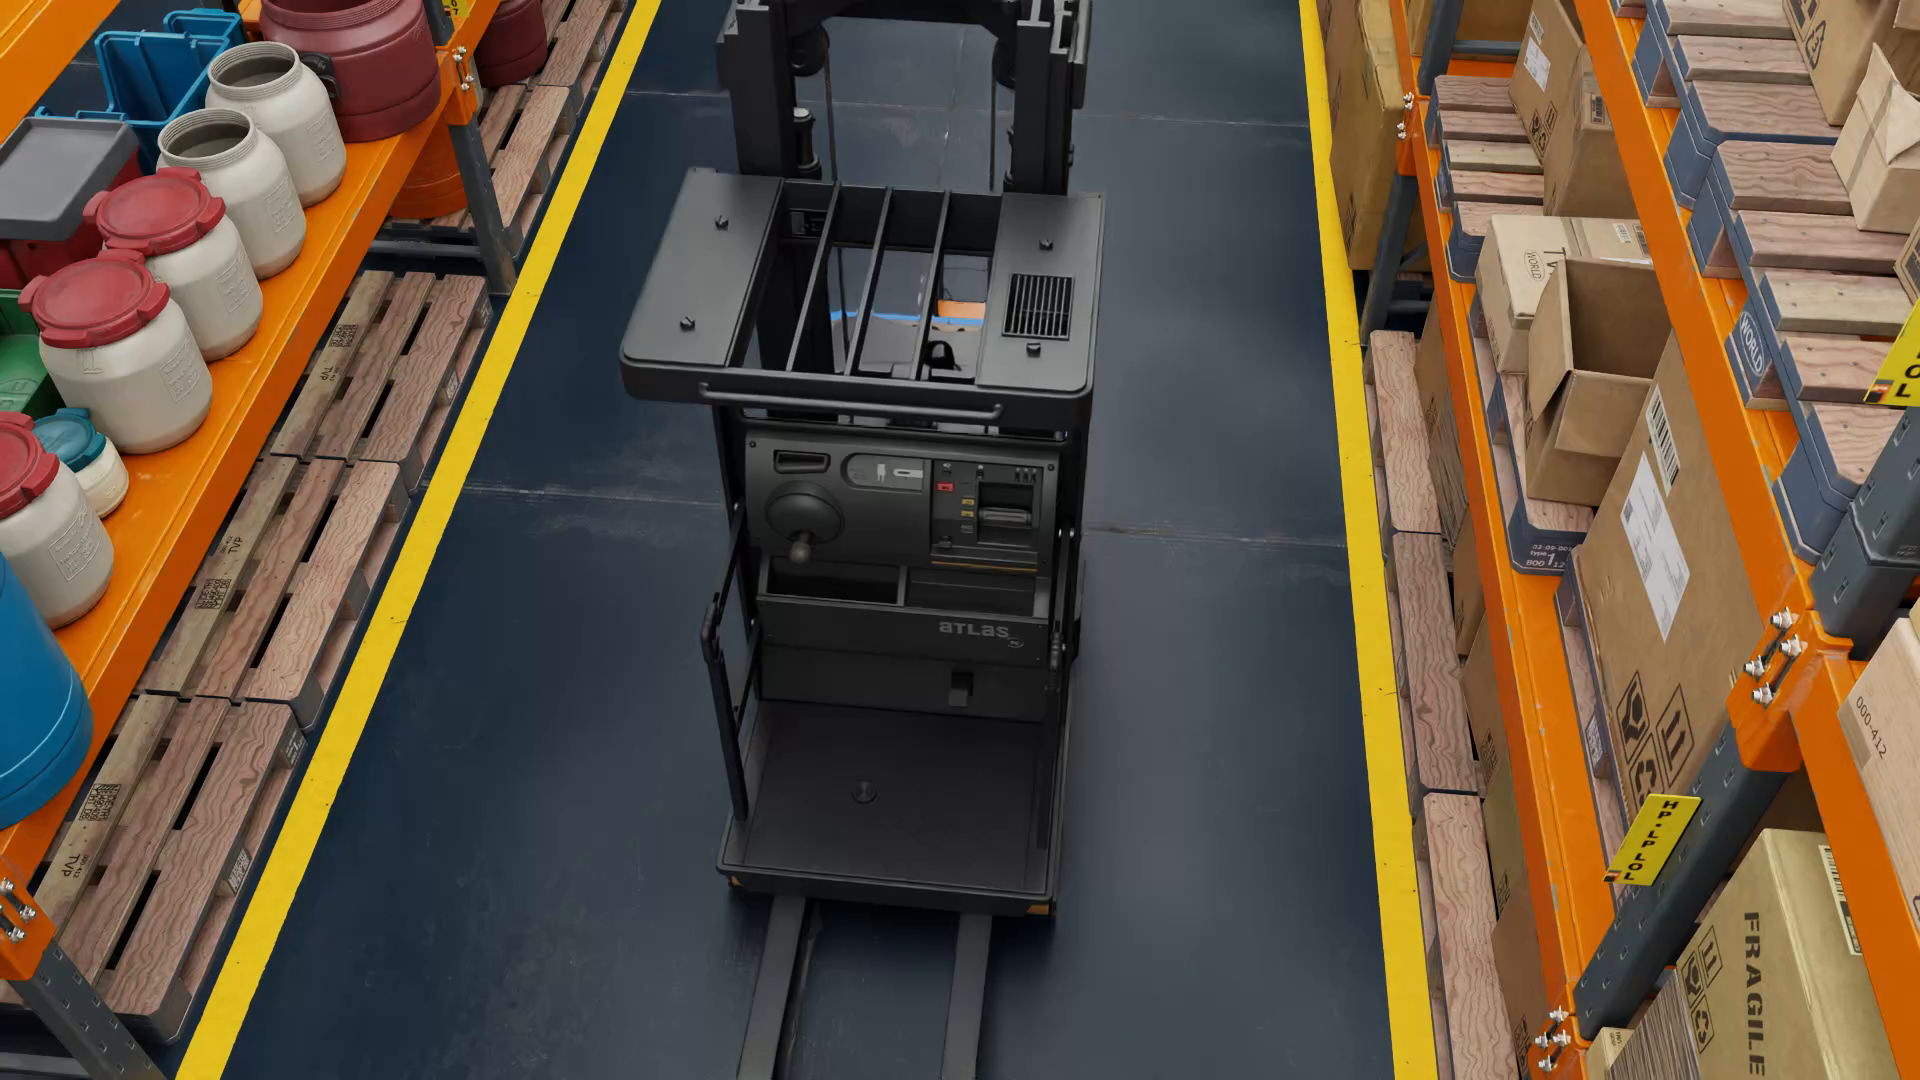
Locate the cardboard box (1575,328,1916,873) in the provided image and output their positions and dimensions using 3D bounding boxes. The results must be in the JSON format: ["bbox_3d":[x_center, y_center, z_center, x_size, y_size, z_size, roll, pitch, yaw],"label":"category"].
[{"bbox_3d":[2.174,0.122,3.940,1.000,1.000,1.000,4,48,4],"label":"cardboard box"}]

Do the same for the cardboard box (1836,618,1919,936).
[{"bbox_3d":[1.666,0.392,2.453,0.500,0.250,0.500,2,48,2],"label":"cardboard box"}]

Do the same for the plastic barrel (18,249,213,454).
[{"bbox_3d":[-2.598,-0.566,5.169,0.433,0.535,0.433,0,48,0],"label":"plastic barrel"}]

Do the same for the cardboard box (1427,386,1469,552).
[{"bbox_3d":[2.248,-0.301,6.415,0.700,0.500,0.500,0,48,0],"label":"cardboard box"}]

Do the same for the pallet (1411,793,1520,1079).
[{"bbox_3d":[2.032,1.409,5.344,1.003,0.211,1.213,4,48,4],"label":"pallet"}]

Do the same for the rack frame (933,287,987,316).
[{"bbox_3d":[0.019,-0.529,6.447,0.240,1.200,0.006,5,48,4],"label":"rack frame"}]

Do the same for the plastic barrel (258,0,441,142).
[{"bbox_3d":[-2.346,-1.916,6.404,0.600,0.536,0.708,4,48,4],"label":"plastic barrel"}]

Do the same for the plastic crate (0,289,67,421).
[{"bbox_3d":[-3.093,-0.520,5.362,0.450,0.188,0.662,4,48,4],"label":"plastic crate"}]

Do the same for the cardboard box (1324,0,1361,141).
[{"bbox_3d":[2.499,-2.484,8.170,1.225,0.875,0.875,4,48,4],"label":"cardboard box"}]

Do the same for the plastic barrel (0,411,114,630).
[{"bbox_3d":[-2.665,-0.027,4.675,0.433,0.535,0.433,0,48,0],"label":"plastic barrel"}]

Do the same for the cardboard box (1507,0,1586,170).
[{"bbox_3d":[2.317,-1.675,5.923,0.500,0.500,0.500,-1,48,-1],"label":"cardboard box"}]

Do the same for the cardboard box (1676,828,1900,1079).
[{"bbox_3d":[1.668,0.883,2.989,0.500,0.500,0.500,4,48,4],"label":"cardboard box"}]

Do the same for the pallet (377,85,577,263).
[{"bbox_3d":[-2.575,-1.873,8.346,1.003,0.211,1.213,4,48,4],"label":"pallet"}]

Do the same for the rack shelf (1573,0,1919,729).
[{"bbox_3d":[2.144,-1.199,4.294,1.077,0.370,4.000,4,48,4],"label":"rack shelf"}]

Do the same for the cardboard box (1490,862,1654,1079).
[{"bbox_3d":[2.040,1.286,4.963,0.700,0.500,0.500,1,48,1],"label":"cardboard box"}]

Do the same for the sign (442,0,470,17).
[{"bbox_3d":[-2.057,-2.255,6.695,0.100,0.325,0.005,4,48,4],"label":"sign"}]

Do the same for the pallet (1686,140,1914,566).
[{"bbox_3d":[2.125,-0.355,3.162,1.213,0.211,1.003,4,48,4],"label":"pallet"}]

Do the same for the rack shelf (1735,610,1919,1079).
[{"bbox_3d":[1.780,1.741,1.606,1.077,0.370,4.000,4,48,4],"label":"rack shelf"}]

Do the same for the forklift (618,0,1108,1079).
[{"bbox_3d":[-0.197,-0.002,4.792,1.130,2.935,3.031,5,48,4],"label":"forklift"}]

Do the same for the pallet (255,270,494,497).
[{"bbox_3d":[-2.715,-0.724,7.295,1.003,0.211,1.213,4,48,4],"label":"pallet"}]

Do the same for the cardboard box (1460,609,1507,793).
[{"bbox_3d":[2.152,0.526,5.658,0.700,0.500,0.500,0,48,0],"label":"cardboard box"}]

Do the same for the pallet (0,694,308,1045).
[{"bbox_3d":[-2.937,1.069,5.655,1.003,0.211,1.213,4,48,4],"label":"pallet"}]

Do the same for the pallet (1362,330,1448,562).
[{"bbox_3d":[2.254,-0.384,6.984,1.003,0.211,1.213,4,48,4],"label":"pallet"}]

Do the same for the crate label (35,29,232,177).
[{"bbox_3d":[-2.965,-1.532,6.120,0.502,0.435,0.616,4,48,4],"label":"crate label"}]

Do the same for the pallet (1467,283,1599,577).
[{"bbox_3d":[2.187,-0.377,5.218,1.003,0.211,1.213,4,48,4],"label":"pallet"}]

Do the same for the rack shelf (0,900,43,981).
[{"bbox_3d":[-3.152,2.420,3.017,1.077,0.370,4.000,4,48,4],"label":"rack shelf"}]

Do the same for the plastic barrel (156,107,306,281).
[{"bbox_3d":[-2.525,-1.190,5.756,0.421,0.512,0.421,0,48,0],"label":"plastic barrel"}]

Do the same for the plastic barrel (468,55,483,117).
[{"bbox_3d":[-2.616,-2.316,8.262,0.421,0.512,0.421,0,48,0],"label":"plastic barrel"}]

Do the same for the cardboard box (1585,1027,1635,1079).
[{"bbox_3d":[1.643,1.263,3.758,0.380,0.149,0.250,4,48,4],"label":"cardboard box"}]

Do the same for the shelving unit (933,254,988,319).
[{"bbox_3d":[0.029,-0.597,6.508,0.258,1.200,0.189,5,48,4],"label":"shelving unit"}]

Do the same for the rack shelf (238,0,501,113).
[{"bbox_3d":[-2.423,-3.459,8.394,1.077,0.370,4.000,4,48,4],"label":"rack shelf"}]

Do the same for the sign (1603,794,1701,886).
[{"bbox_3d":[1.409,0.615,3.396,0.100,0.325,0.005,4,48,4],"label":"sign"}]

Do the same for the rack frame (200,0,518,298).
[{"bbox_3d":[-2.606,-2.232,6.784,1.000,3.000,0.127,4,48,4],"label":"rack frame"}]

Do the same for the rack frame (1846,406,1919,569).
[{"bbox_3d":[1.962,-0.984,1.578,1.000,3.000,0.127,4,48,4],"label":"rack frame"}]

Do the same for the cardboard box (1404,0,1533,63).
[{"bbox_3d":[2.125,-2.312,6.790,0.500,0.500,0.500,5,48,5],"label":"cardboard box"}]

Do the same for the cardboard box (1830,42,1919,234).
[{"bbox_3d":[1.948,-0.766,3.217,0.396,0.266,0.258,5,48,5],"label":"cardboard box"}]

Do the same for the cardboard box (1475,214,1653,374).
[{"bbox_3d":[1.945,-0.774,5.268,0.500,0.250,0.500,3,48,2],"label":"cardboard box"}]
